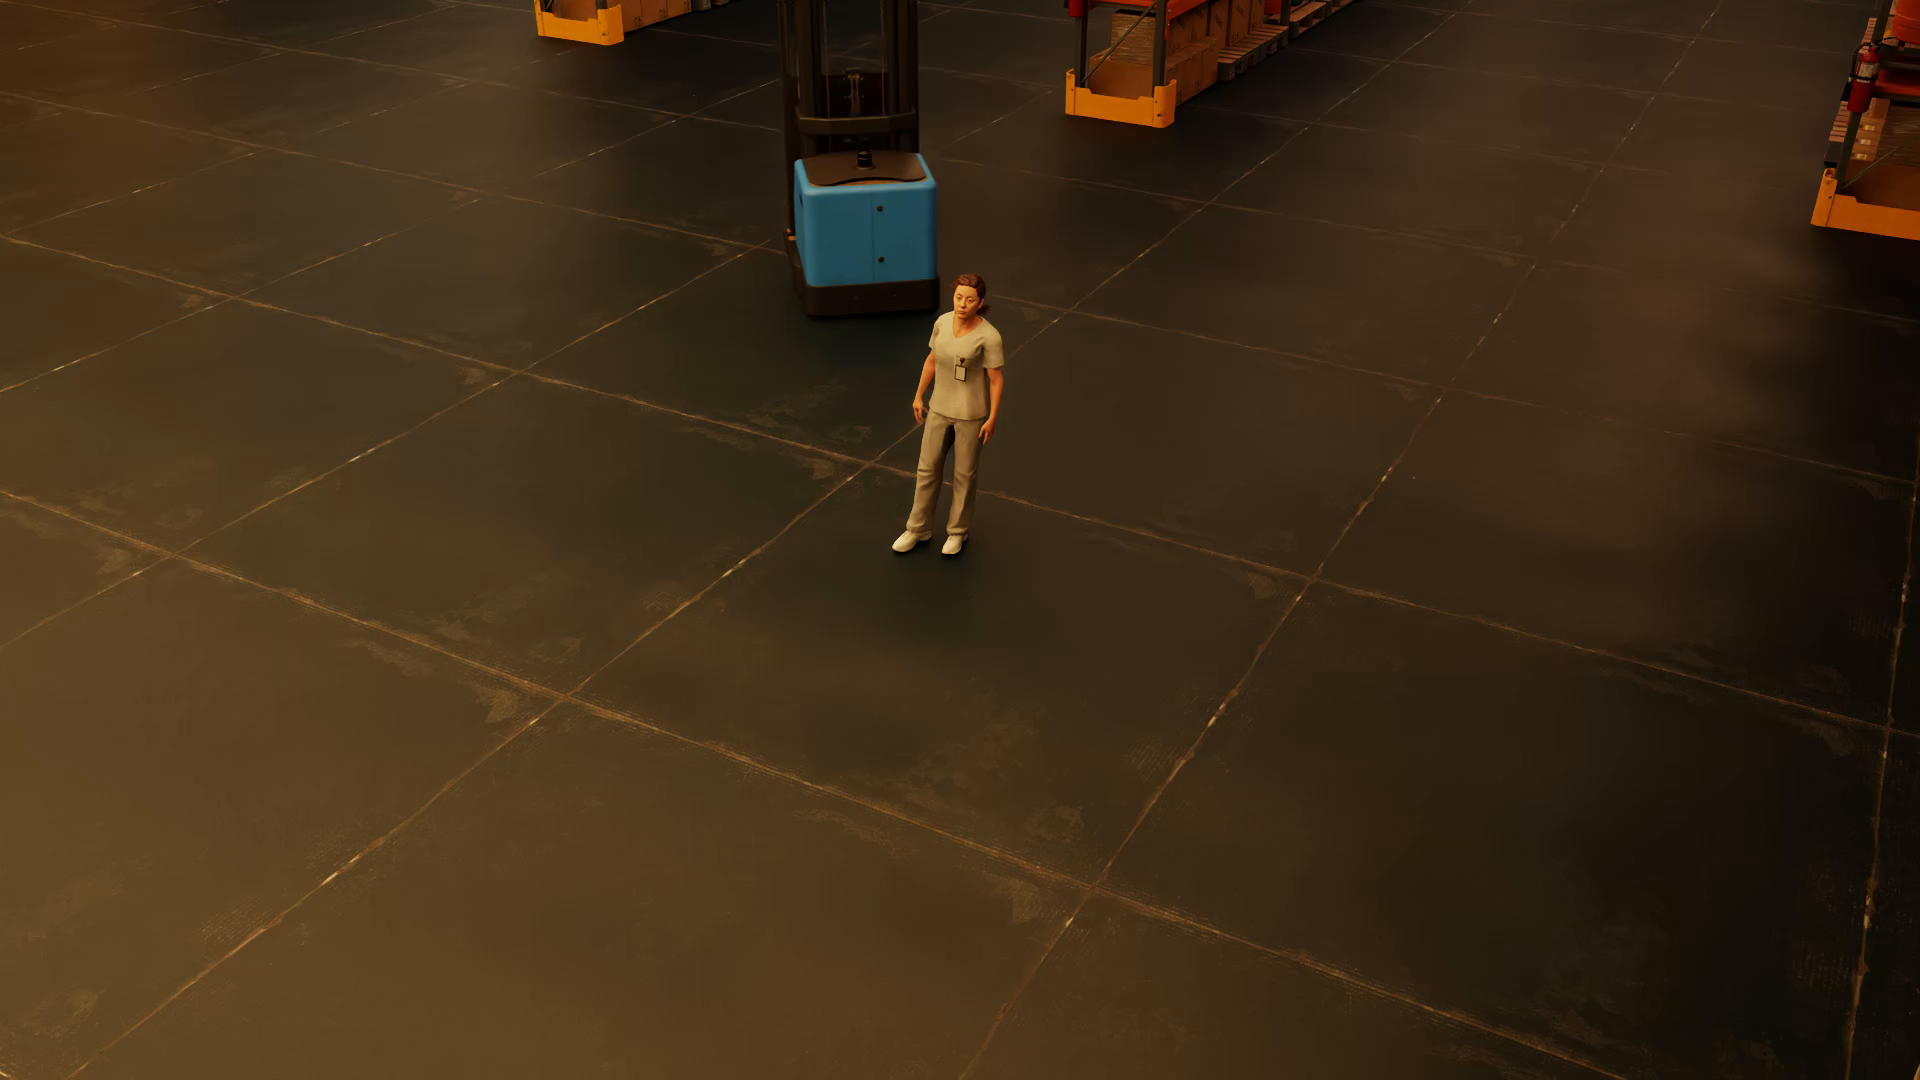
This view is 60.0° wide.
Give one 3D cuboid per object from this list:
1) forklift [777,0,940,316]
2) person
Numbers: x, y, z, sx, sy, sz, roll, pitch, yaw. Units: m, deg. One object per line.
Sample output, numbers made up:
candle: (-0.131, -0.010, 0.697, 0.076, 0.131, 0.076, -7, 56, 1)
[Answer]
forklift: (-0.919, -3.720, 13.516, 1.130, 2.935, 3.031, -5, 30, -9)
person: (-0.047, -0.703, 9.530, 0.549, 1.675, 0.549, 15, 33, 25)
